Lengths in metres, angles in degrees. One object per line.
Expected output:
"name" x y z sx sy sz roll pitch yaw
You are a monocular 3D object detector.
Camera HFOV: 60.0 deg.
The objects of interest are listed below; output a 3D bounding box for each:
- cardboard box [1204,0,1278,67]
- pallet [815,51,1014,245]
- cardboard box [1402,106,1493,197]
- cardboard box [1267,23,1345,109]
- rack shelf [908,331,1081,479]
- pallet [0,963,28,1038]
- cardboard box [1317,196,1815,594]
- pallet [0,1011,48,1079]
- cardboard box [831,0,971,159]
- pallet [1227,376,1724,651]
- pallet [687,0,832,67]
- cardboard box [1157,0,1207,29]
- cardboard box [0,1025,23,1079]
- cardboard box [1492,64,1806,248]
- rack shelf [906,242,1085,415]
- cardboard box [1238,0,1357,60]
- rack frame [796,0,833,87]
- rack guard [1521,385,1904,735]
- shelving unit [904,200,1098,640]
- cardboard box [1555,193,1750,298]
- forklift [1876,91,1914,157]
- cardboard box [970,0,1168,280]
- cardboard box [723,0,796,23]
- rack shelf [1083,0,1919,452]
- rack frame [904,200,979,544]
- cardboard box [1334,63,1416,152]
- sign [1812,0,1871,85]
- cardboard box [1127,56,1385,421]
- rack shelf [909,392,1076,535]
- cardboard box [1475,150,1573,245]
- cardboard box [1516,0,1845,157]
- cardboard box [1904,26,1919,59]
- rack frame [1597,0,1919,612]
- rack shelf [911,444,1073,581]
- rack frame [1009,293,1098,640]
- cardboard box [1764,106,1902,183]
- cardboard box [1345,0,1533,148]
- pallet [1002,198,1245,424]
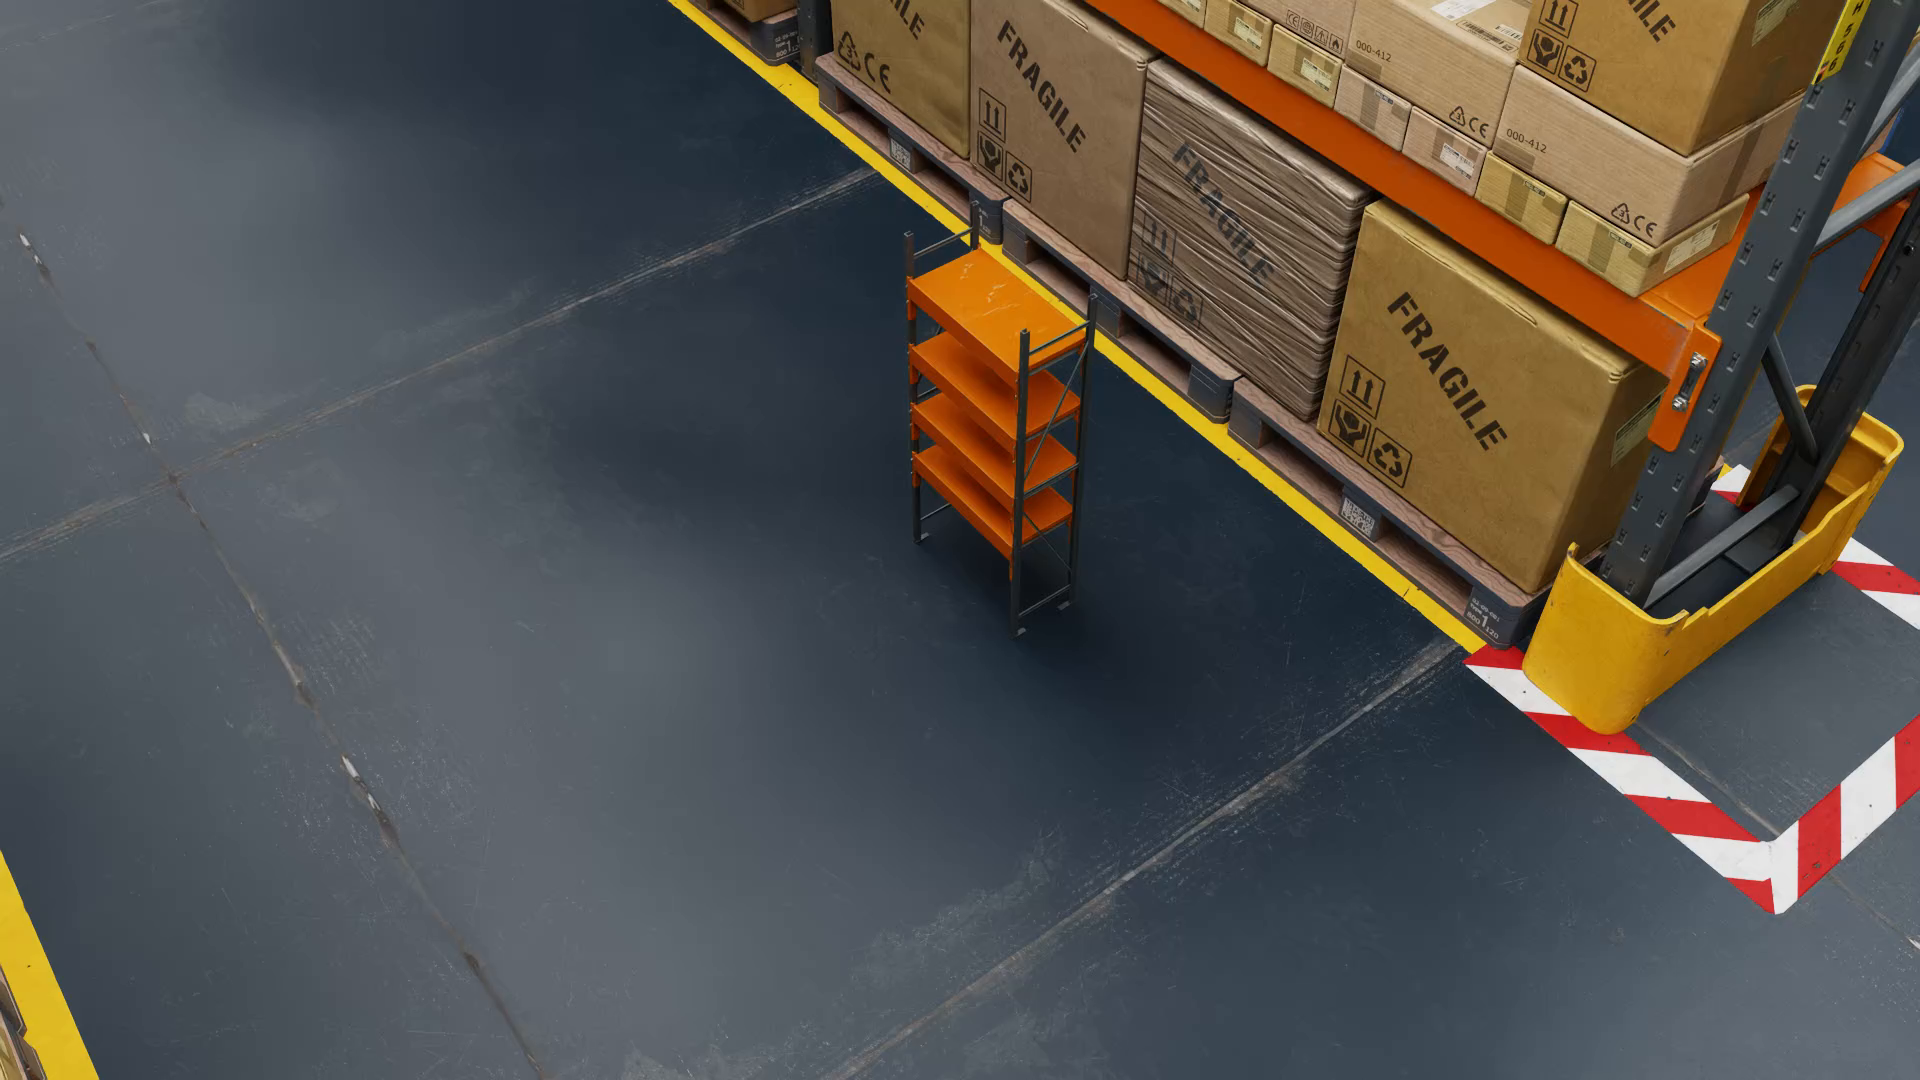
"cardboard box" 0.931 -1.541 4.792 0.380 0.149 0.250 -29 54 -24
"pallet" 0.162 -1.747 6.691 1.003 0.211 1.213 -29 54 -24
"cardboard box" 1.397 -1.088 4.381 0.380 0.149 0.250 -29 54 -24
"cardboard box" 1.088 -1.388 4.653 0.380 0.149 0.250 -31 55 -25
"rack shelf" 0.100 -0.410 4.601 0.258 0.148 0.480 -29 54 -24
"pallet" -3.067 1.035 4.169 1.003 0.211 1.213 -29 54 -24
"cardboard box" 1.734 -0.577 4.899 0.875 0.875 0.875 -29 54 -24
"pallet" -2.333 1.754 3.518 1.003 0.211 1.213 -29 54 -24
"cardboard box" 0.100 -2.169 6.343 0.875 0.875 0.875 -29 54 -24
"pallet" 1.639 -0.308 5.387 1.003 0.211 1.213 -29 54 -24
"pallet" -0.763 -2.652 7.511 1.003 0.211 1.213 -29 54 -24
"cardboard box" 0.783 -1.688 4.925 0.380 0.149 0.250 -28 54 -23
"cardboard box" -2.333 1.260 3.724 0.380 0.149 0.250 -29 54 -24
"cardboard box" 1.681 -1.025 4.055 0.500 0.250 0.500 -30 55 -25
"rack shelf" 0.100 -0.569 4.426 0.258 0.148 0.480 -29 54 -24
"cardboard box" 1.066 -1.624 4.598 0.500 0.250 0.500 -31 55 -25
"rack frame" -0.236 -3.167 6.096 1.000 3.000 0.127 -29 54 -24
"rack guard" 2.200 0.045 4.872 1.175 0.500 0.348 -29 54 -24
"shelving unit" 0.100 -0.305 4.717 0.258 1.200 0.503 -29 54 -24
"cardboard box" 1.708 -0.786 4.108 0.380 0.149 0.250 -28 54 -23
"forklift" 2.150 -2.891 5.893 1.130 2.935 3.031 -29 54 -24
"cardboard box" 0.645 -1.639 5.862 0.875 0.875 0.875 -29 54 -24
"cardboard box" -0.640 -2.963 7.062 1.225 0.875 0.875 -29 54 -24
"rack shelf" 0.975 -1.746 5.294 1.077 0.370 4.000 -29 54 -24
"rack frame" -0.048 -0.449 4.847 0.240 1.200 0.015 -29 54 -24
"cardboard box" 1.247 -1.236 4.515 0.380 0.149 0.250 -29 54 -23
"sign" 1.745 -1.042 3.228 0.100 0.325 0.005 -29 54 -24
"cardboard box" 1.183 -1.114 5.386 0.875 0.875 0.875 -29 54 -24
"rack shelf" 0.100 -0.260 4.767 0.258 0.148 0.480 -29 54 -24
"cardboard box" 1.549 -0.939 4.246 0.380 0.149 0.250 -29 54 -24
"cardboard box" 1.681 -1.279 3.779 0.500 0.500 0.500 -29 54 -24
"cardboard box" 2.110 -1.262 4.270 0.500 0.250 0.500 -31 55 -25
"rack frame" 2.186 -0.808 3.958 1.000 3.000 0.127 -29 54 -24
"rack shelf" 0.100 -0.127 4.914 0.258 0.148 0.480 -29 54 -24
"rack frame" 0.248 -0.162 4.587 0.240 1.200 0.015 -29 54 -24
"cardboard box" 2.233 -1.081 4.375 0.380 0.149 0.250 -29 54 -24
"cardboard box" 1.374 -1.324 4.326 0.500 0.250 0.500 -30 55 -25
"pallet" 0.905 -1.027 6.039 1.003 0.211 1.213 -29 54 -24
